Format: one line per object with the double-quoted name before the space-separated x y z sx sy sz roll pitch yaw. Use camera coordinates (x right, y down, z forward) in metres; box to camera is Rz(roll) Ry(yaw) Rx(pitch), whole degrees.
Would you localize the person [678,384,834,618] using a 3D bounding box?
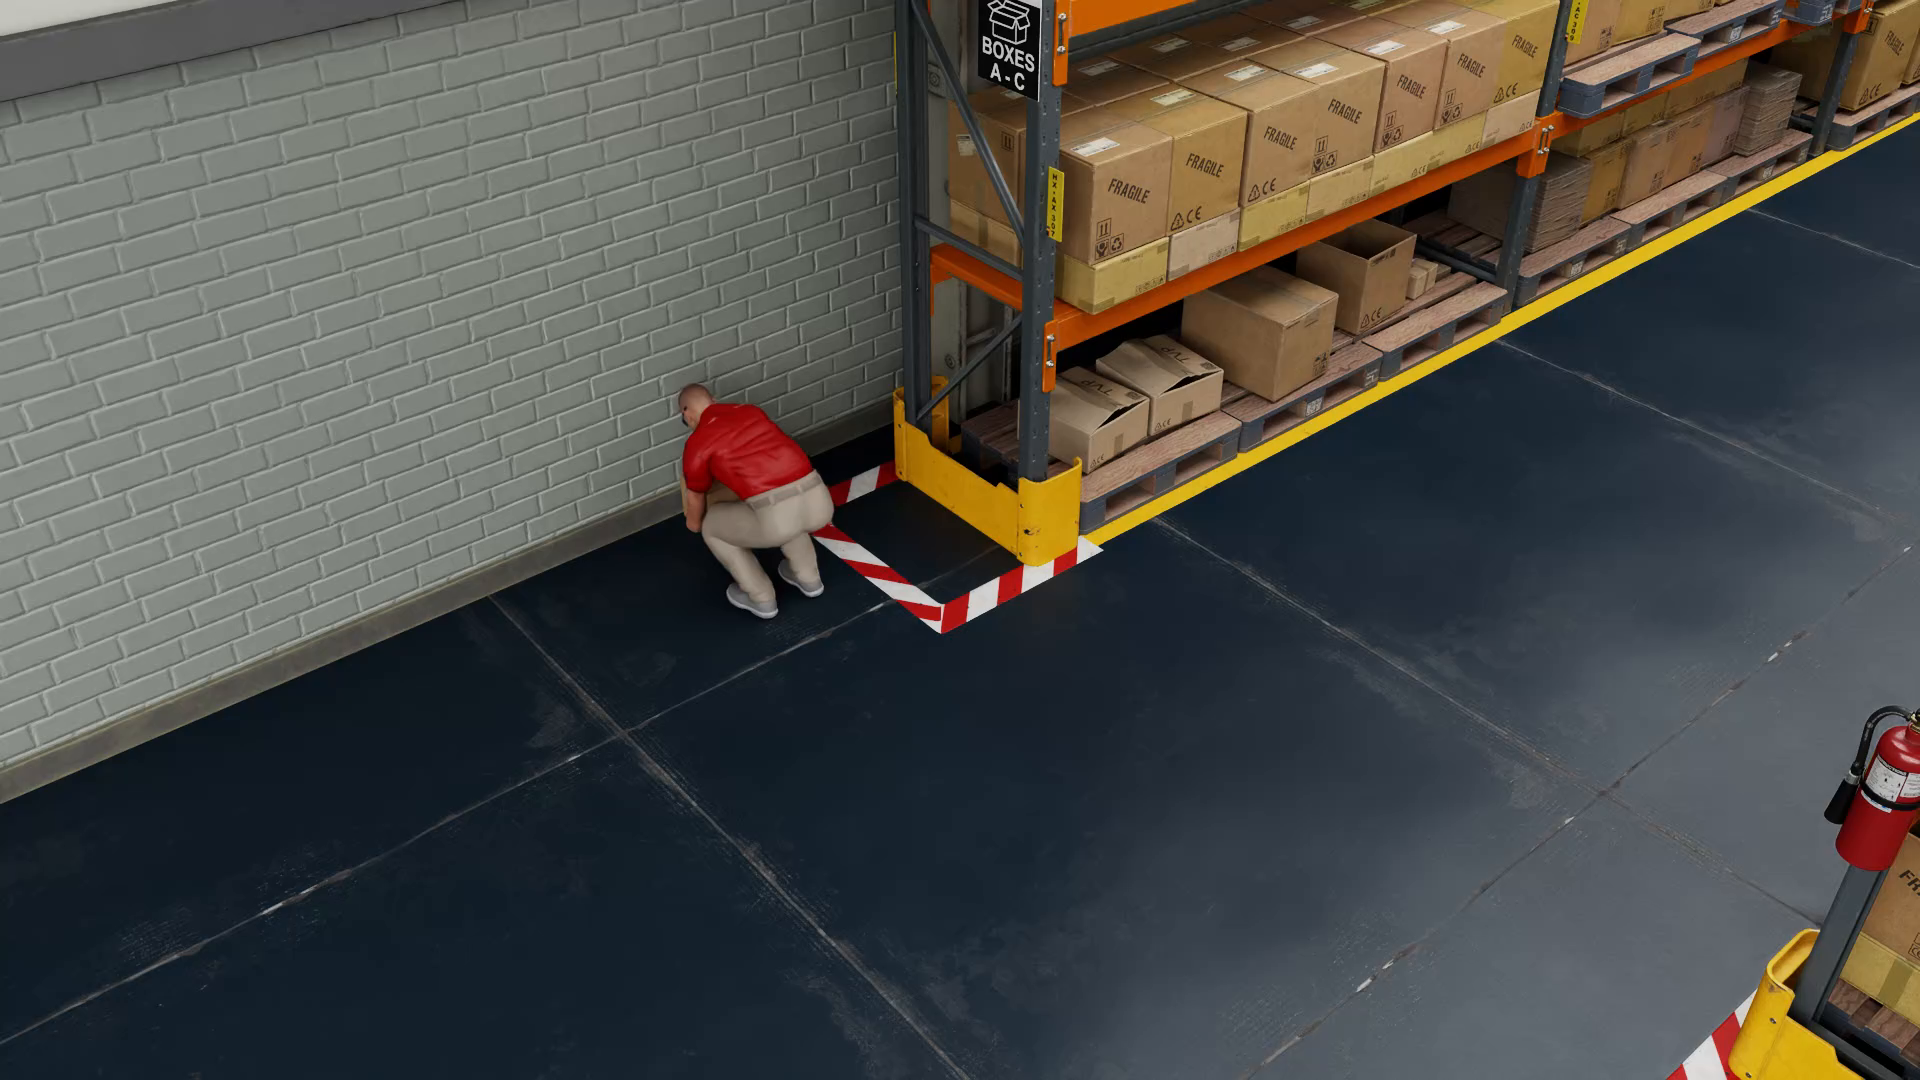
"person" -1.001 -0.188 8.007 0.537 0.975 0.904 -28 44 -33
